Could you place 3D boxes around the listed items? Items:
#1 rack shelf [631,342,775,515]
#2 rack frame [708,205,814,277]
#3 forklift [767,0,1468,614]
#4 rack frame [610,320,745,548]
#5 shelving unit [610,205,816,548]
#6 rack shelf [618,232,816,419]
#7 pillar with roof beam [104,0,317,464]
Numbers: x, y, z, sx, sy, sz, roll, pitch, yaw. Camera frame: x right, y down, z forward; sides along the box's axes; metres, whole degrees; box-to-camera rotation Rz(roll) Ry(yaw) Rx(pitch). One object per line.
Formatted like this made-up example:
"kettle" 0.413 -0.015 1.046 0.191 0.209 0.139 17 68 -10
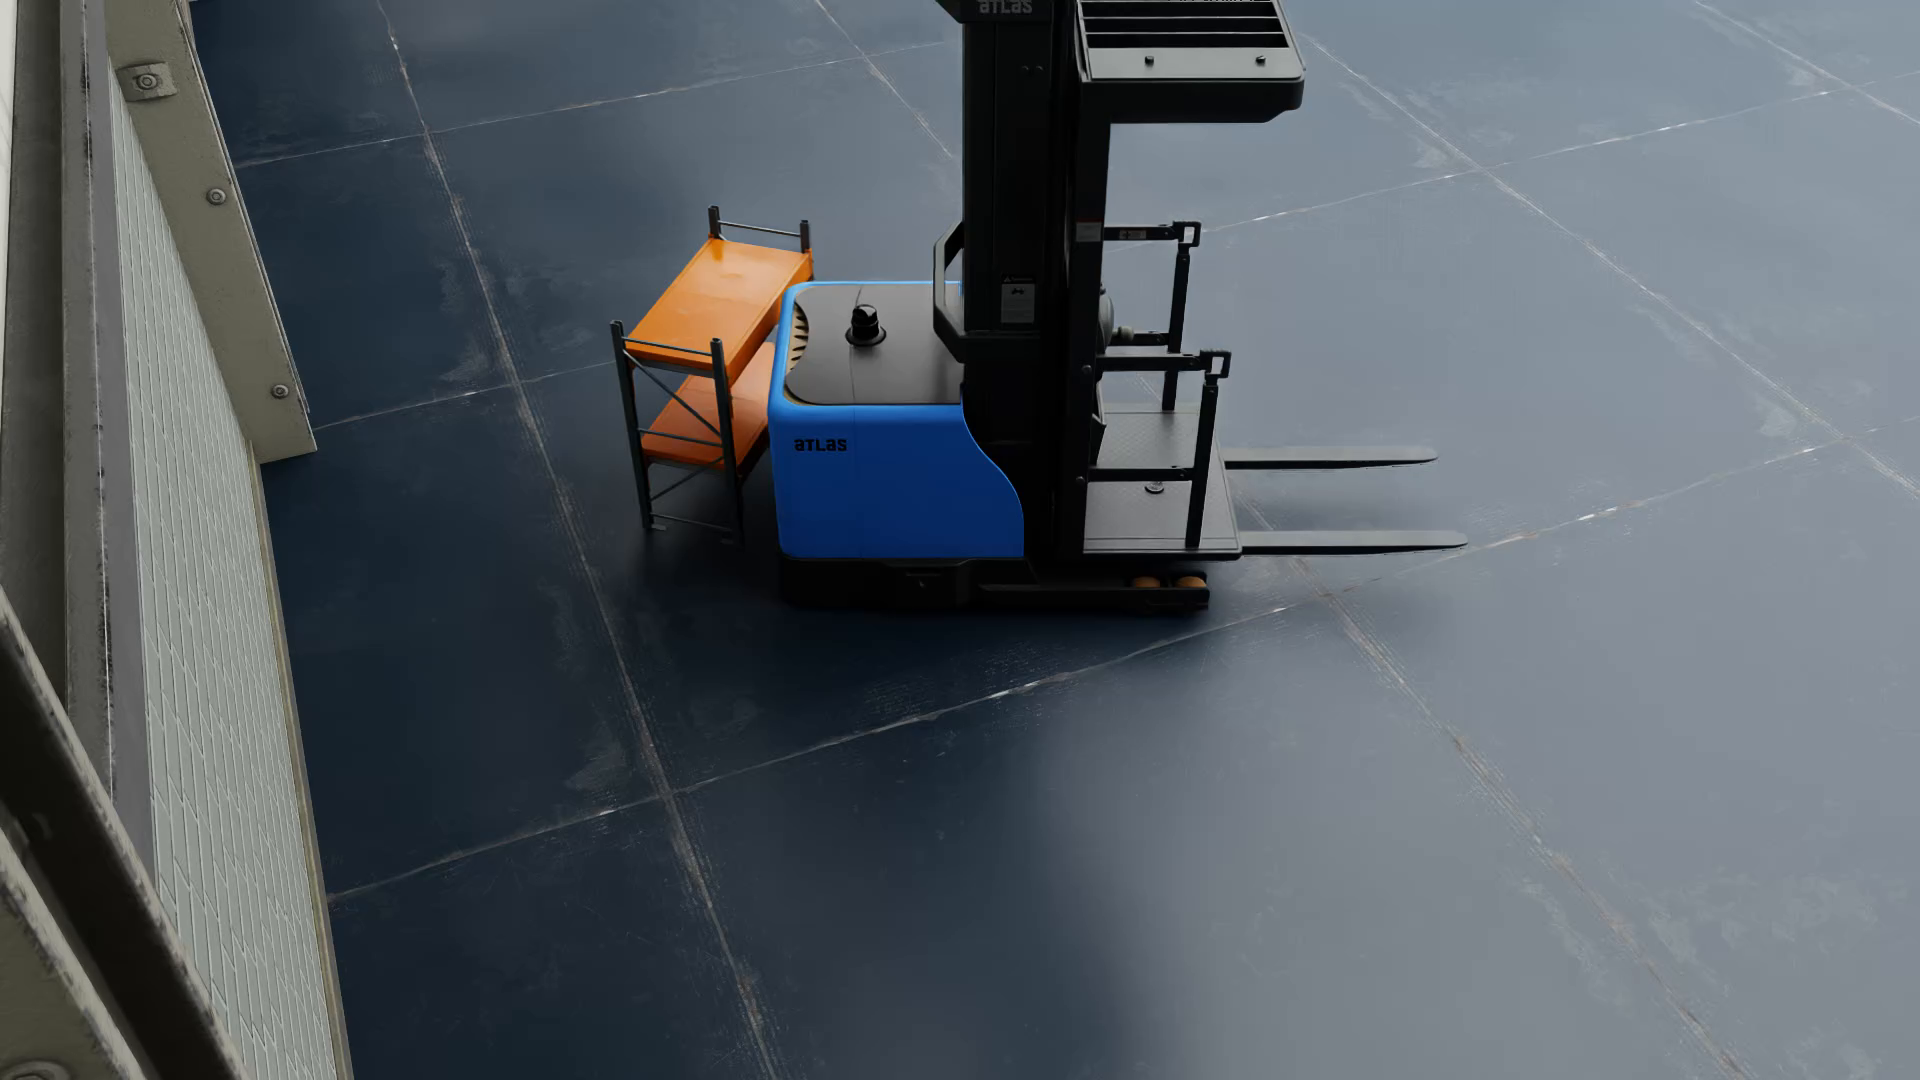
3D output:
"rack shelf" -1.081 -0.579 7.854 0.538 0.278 1.000 11 42 13
"rack frame" -0.931 -1.081 8.063 0.500 1.125 0.032 11 42 13
"forklift" 0.720 -1.137 6.743 3.031 2.935 1.130 0 41 0
"rack frame" -1.232 -0.448 7.326 0.500 1.125 0.032 11 42 13
"shelving unit" -1.081 -0.764 7.694 0.538 1.125 1.048 11 42 13
"rack shelf" -1.082 -0.986 7.504 0.538 0.278 1.000 11 42 13
"pillar with roof beam" 0.597 -5.005 6.588 9.100 9.000 0.400 -15 43 -17
